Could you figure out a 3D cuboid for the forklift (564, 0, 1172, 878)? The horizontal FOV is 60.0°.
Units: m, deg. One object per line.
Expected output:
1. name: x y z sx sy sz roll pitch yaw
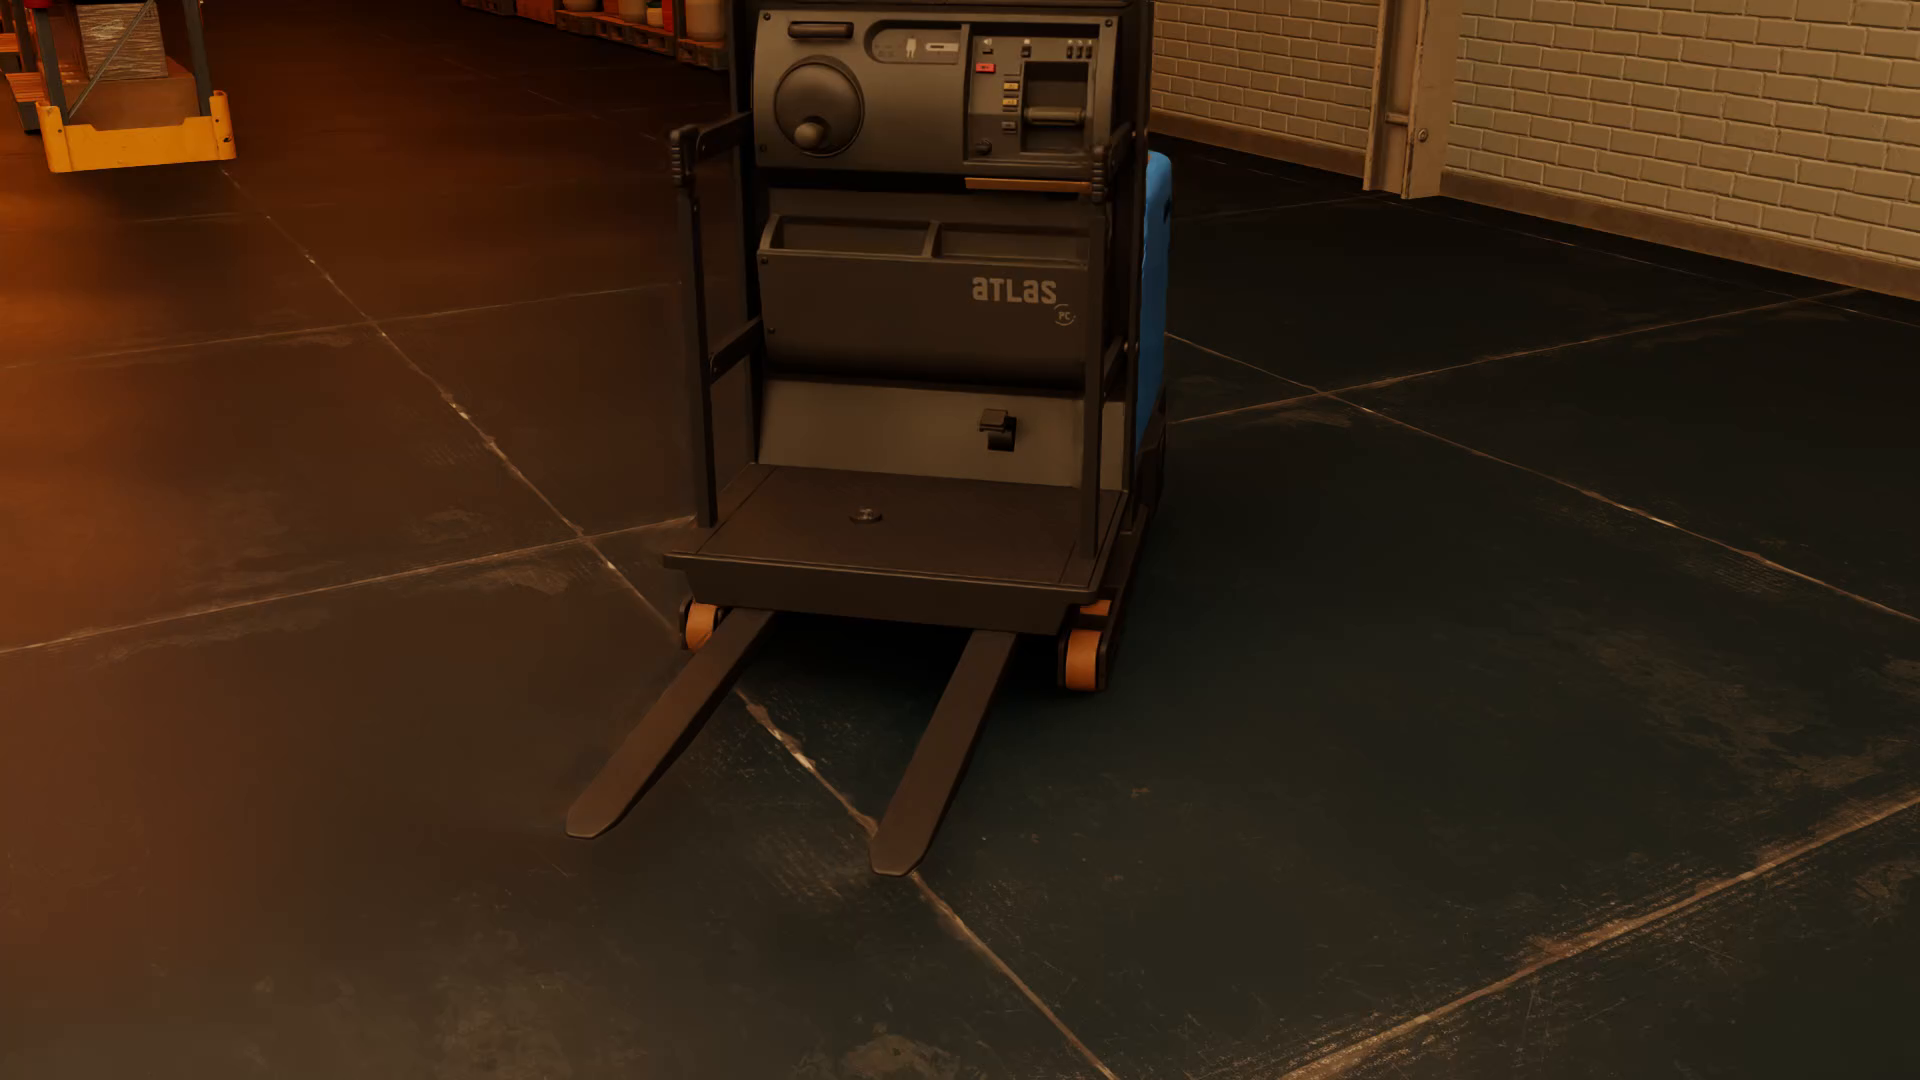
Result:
1. forklift: -0.112 -1.123 4.010 1.130 2.935 3.031 5 23 11
